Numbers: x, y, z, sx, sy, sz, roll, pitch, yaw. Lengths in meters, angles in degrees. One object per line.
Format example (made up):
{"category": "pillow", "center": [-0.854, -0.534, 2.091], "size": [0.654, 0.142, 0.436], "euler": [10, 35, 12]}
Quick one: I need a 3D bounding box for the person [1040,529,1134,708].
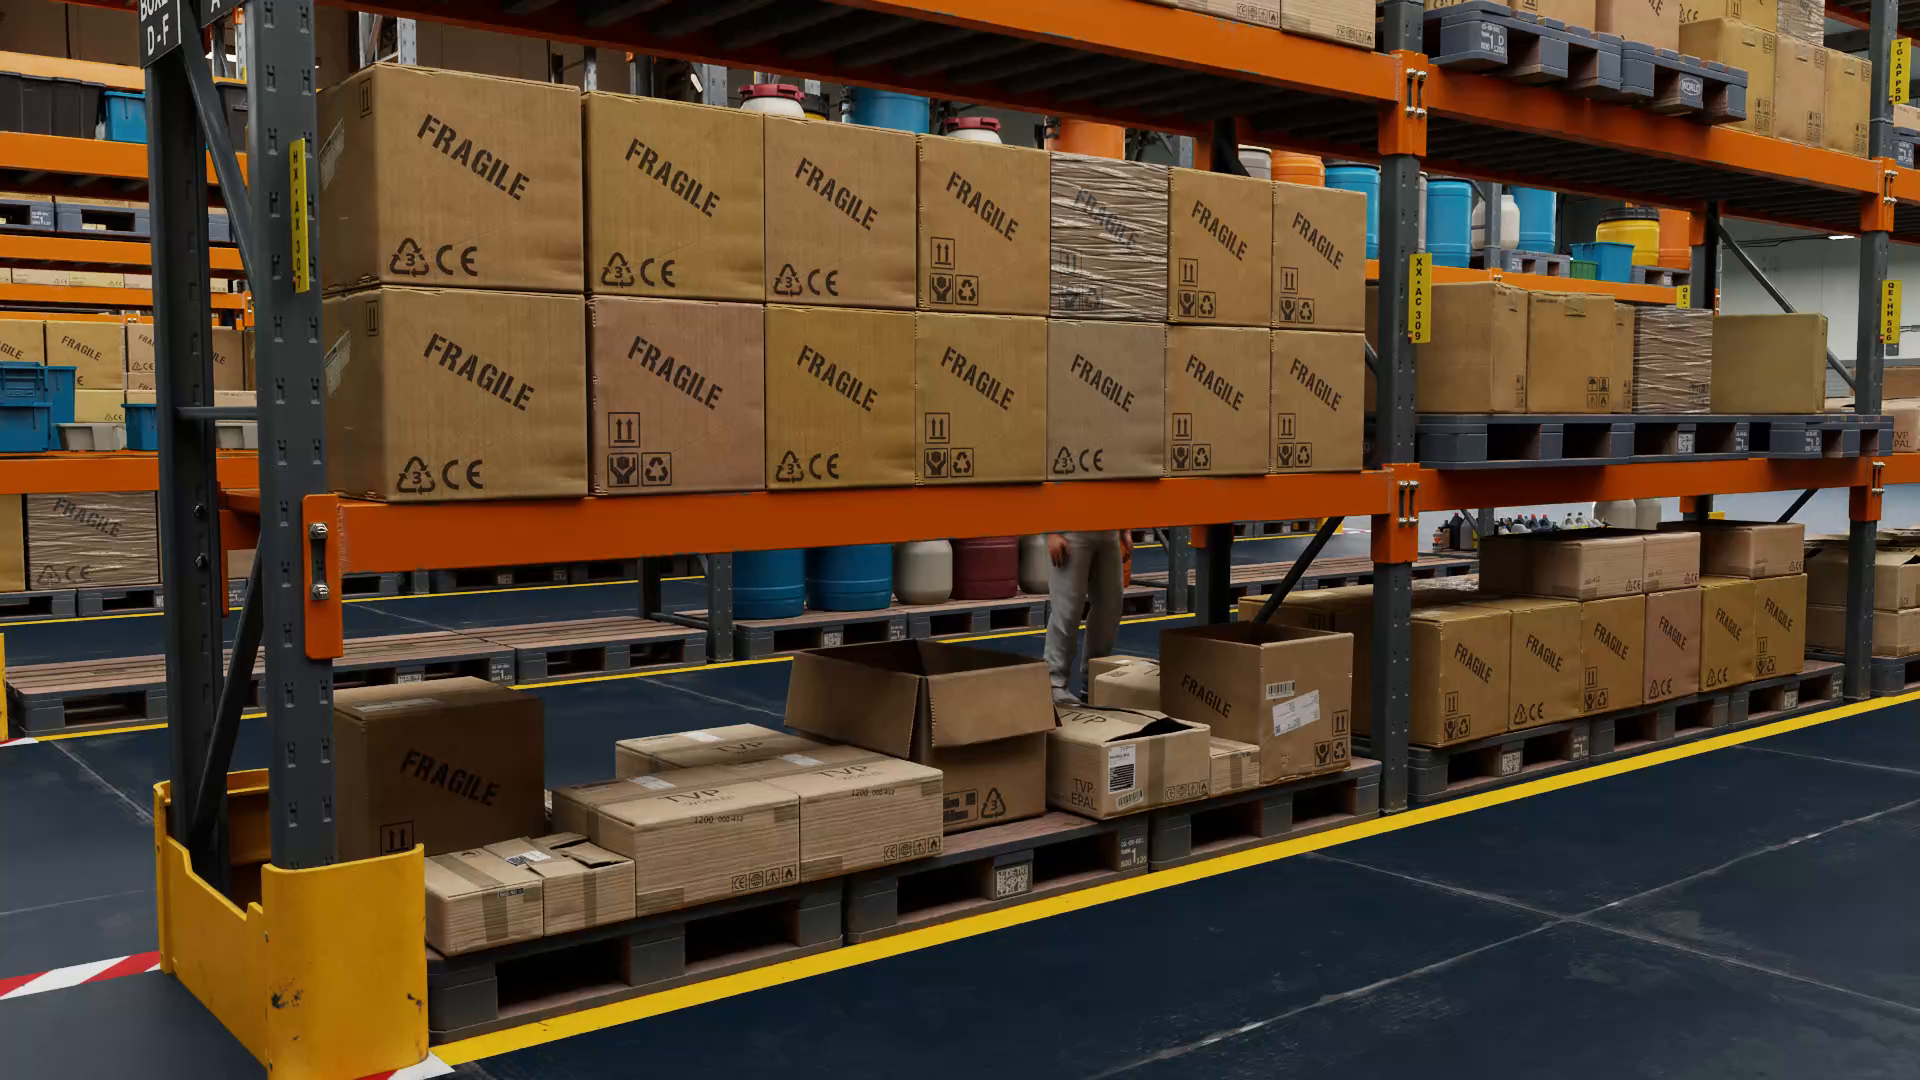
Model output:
{"category": "person", "center": [0.654, -0.022, 8.729], "size": [0.586, 1.748, 0.436], "euler": [-3, 5, -38]}
